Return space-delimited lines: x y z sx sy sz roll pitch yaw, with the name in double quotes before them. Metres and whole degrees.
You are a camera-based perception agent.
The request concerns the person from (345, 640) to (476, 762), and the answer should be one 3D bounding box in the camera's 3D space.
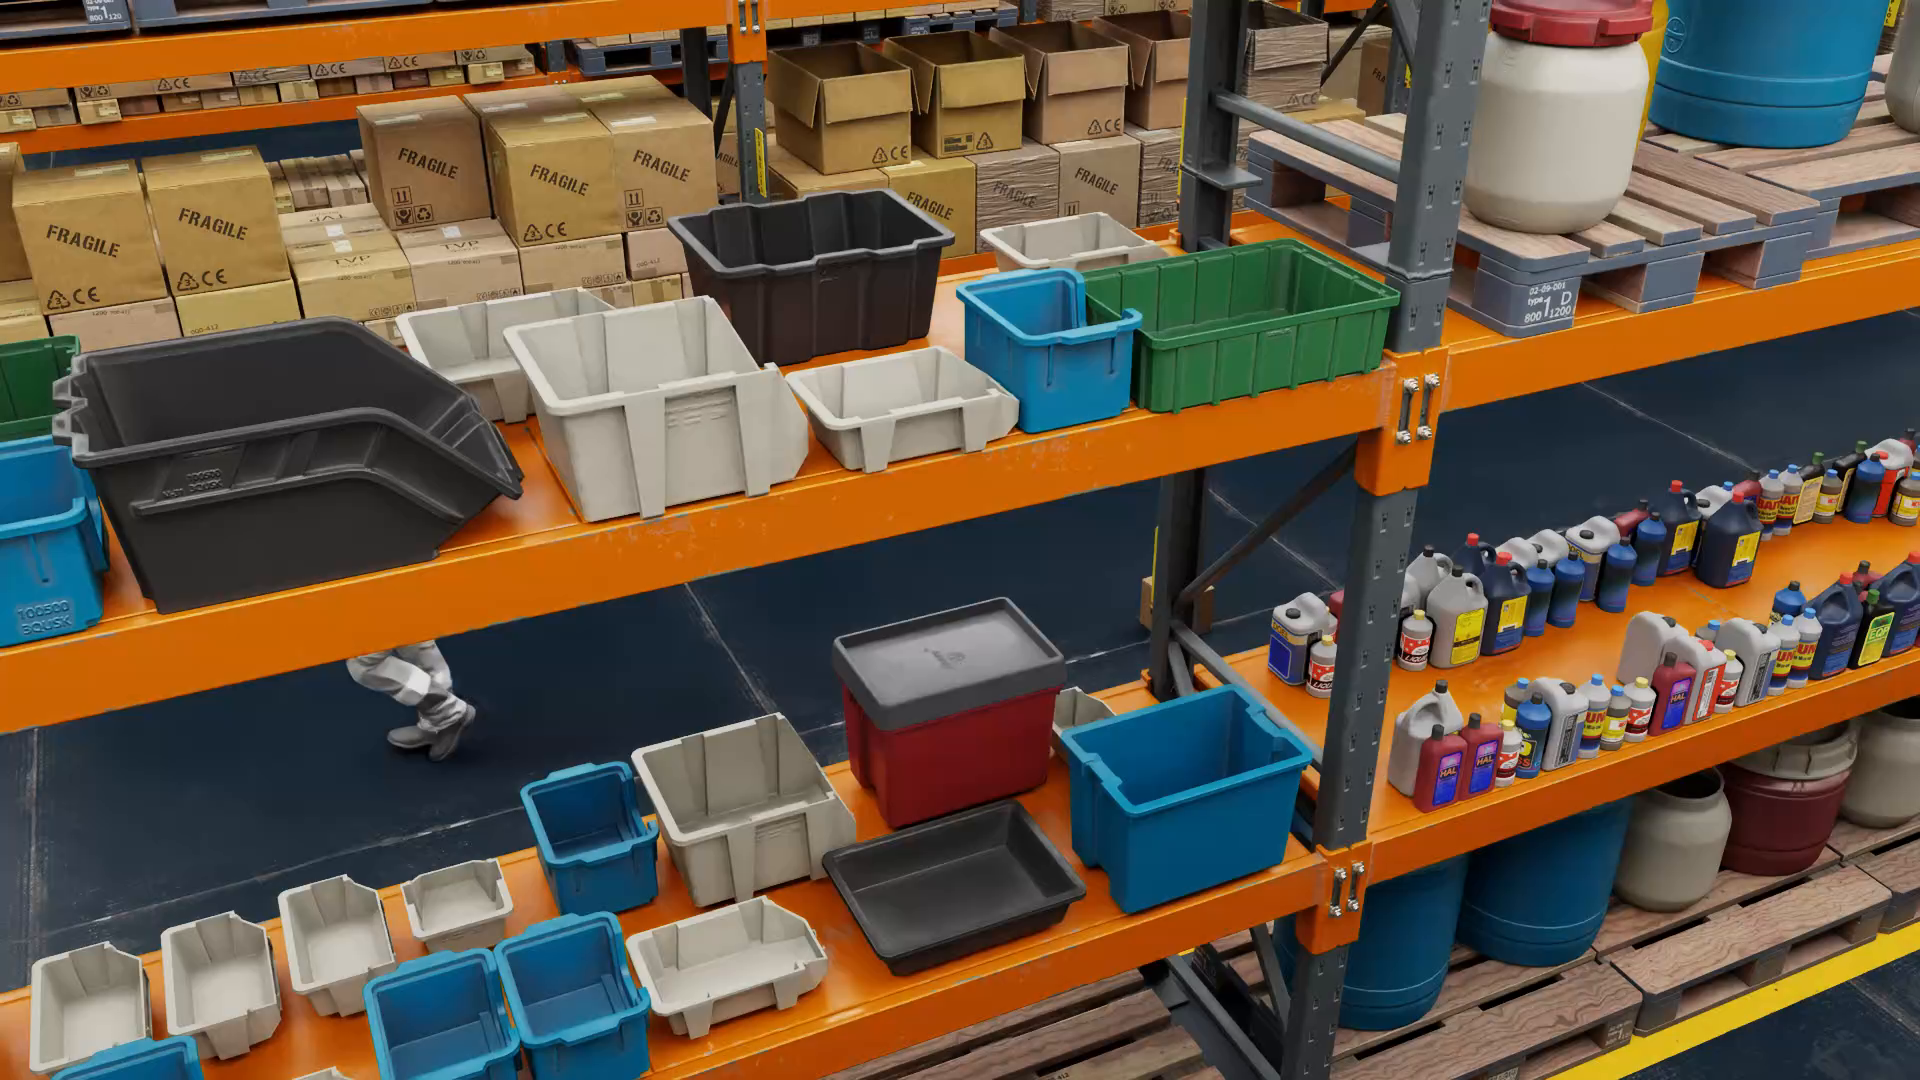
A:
"person" -2.321 0.119 6.832 0.469 1.783 0.541 -6 30 -10
